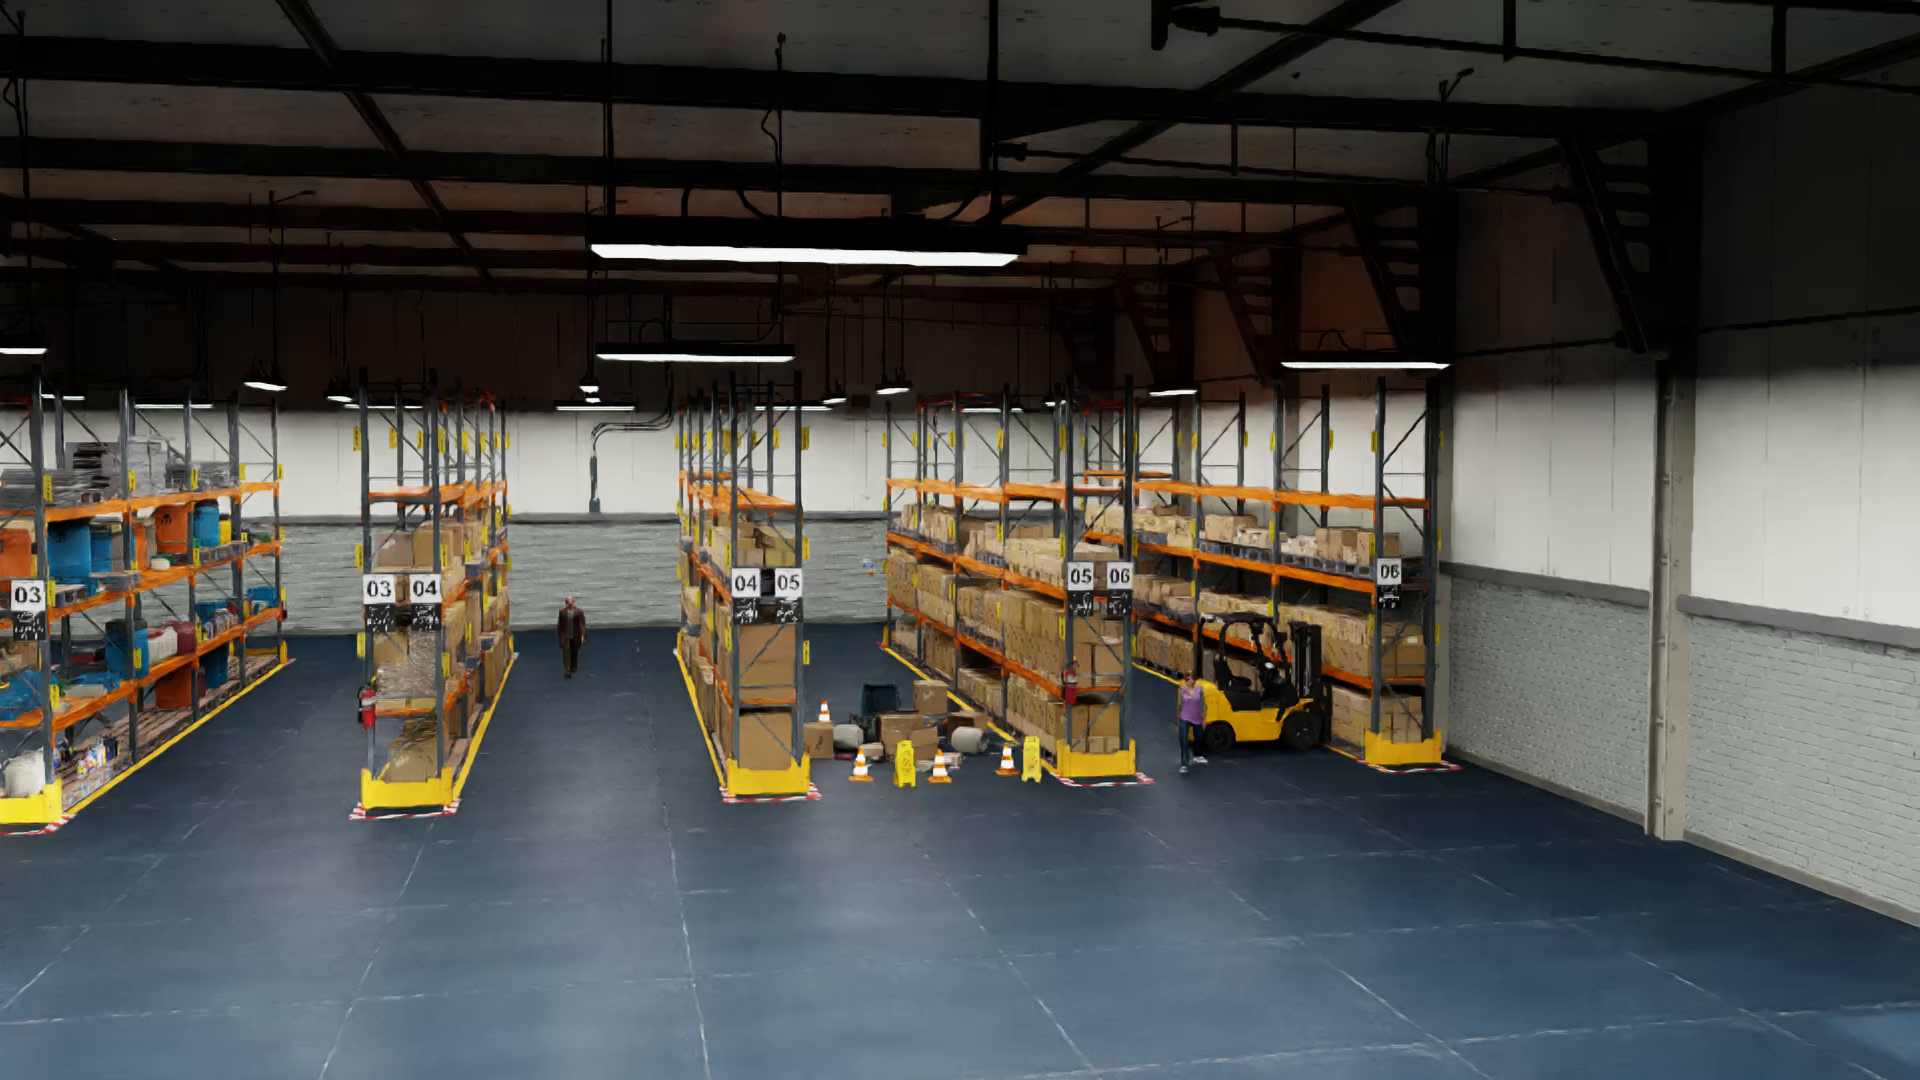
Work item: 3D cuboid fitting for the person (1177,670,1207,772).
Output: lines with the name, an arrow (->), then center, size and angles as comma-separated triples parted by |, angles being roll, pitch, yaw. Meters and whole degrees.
person -> 3.533, 2.722, 25.277 | 0.461, 1.530, 0.866 | 0, 3, 8

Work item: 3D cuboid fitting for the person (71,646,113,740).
person -> -14.500, 2.546, 27.582 | 0.509, 1.618, 0.946 | 1, 3, 9

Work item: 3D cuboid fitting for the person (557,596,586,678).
person -> -8.235, 2.037, 35.267 | 0.600, 1.725, 1.111 | -1, 3, -13
